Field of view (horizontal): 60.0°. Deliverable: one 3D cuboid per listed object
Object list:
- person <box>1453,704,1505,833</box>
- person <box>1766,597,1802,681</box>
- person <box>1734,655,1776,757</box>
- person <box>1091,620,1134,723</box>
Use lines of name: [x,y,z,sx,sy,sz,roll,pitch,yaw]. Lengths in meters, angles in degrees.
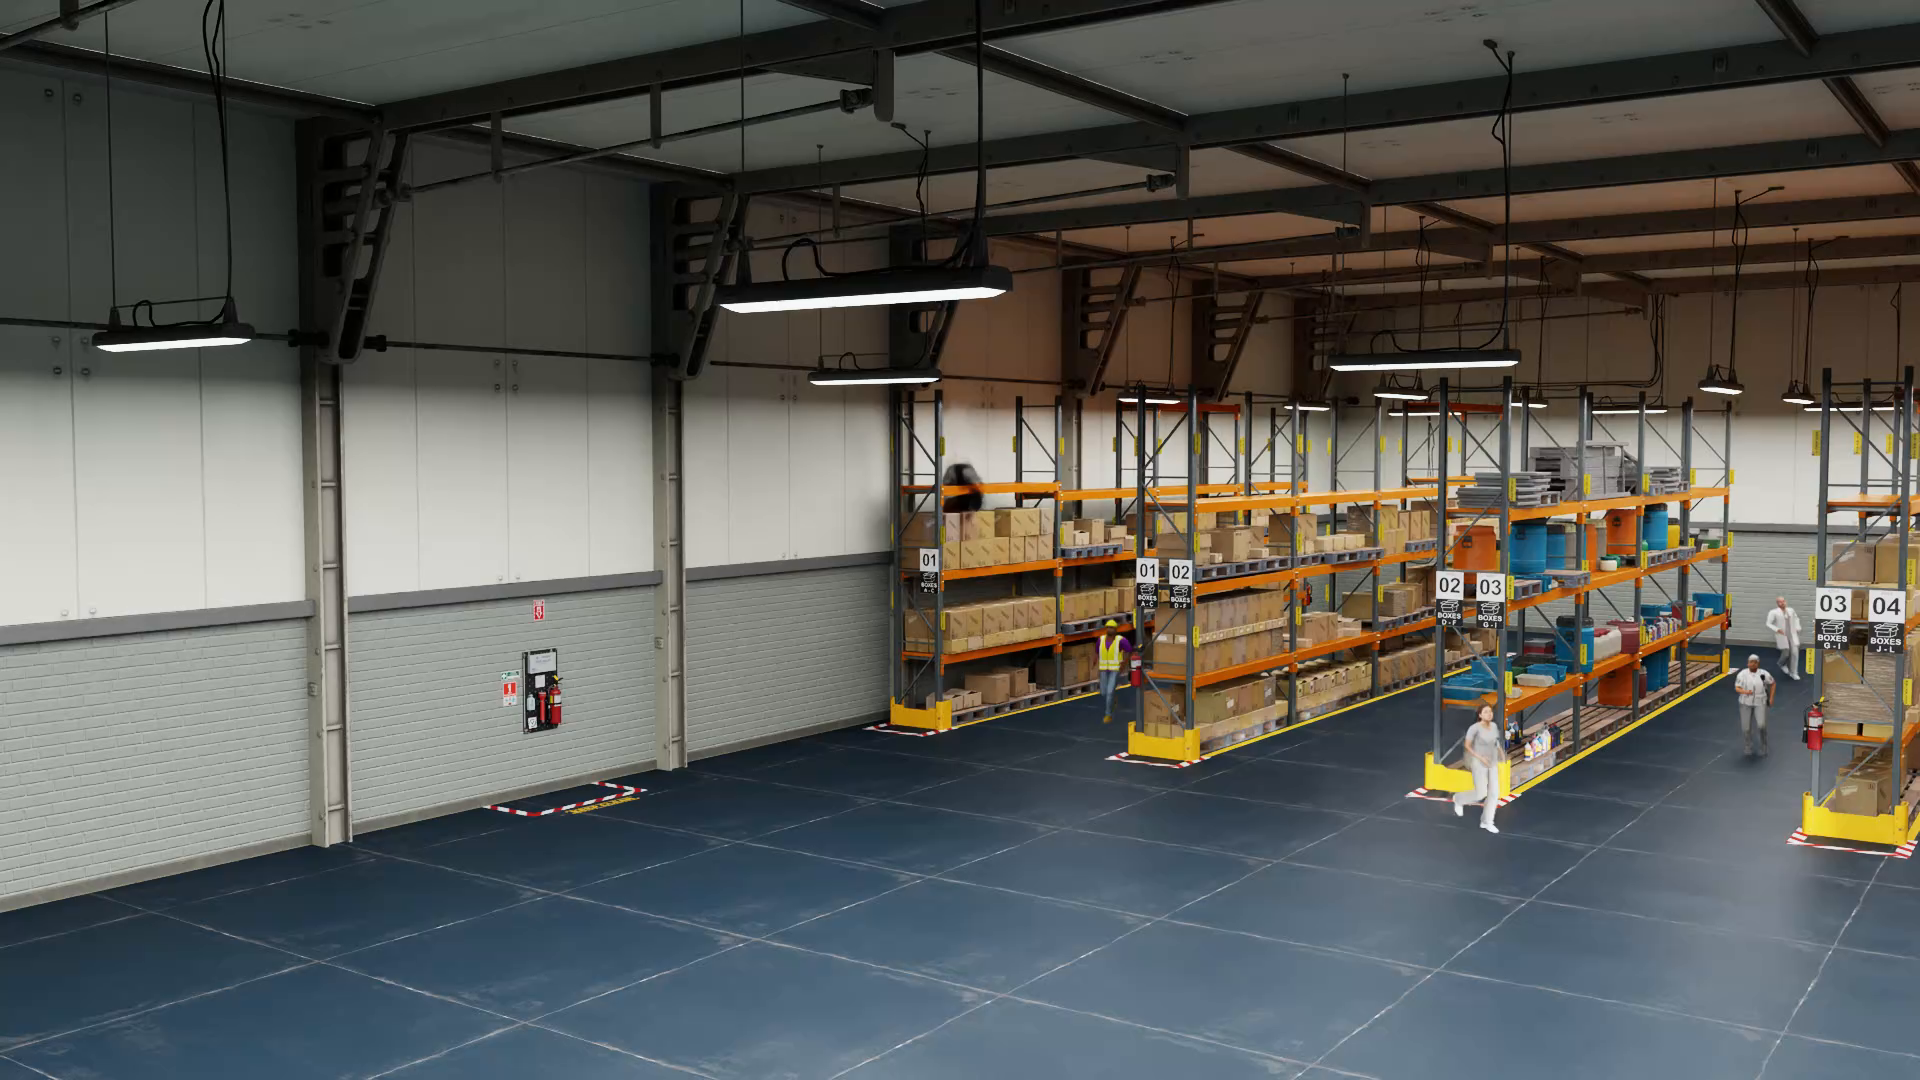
person: [6.860,2.963,21.865,0.573,1.656,0.745,-1,3,-22]
person: [17.836,2.117,35.942,0.746,1.759,0.803,0,3,3]
person: [12.785,2.668,26.760,0.601,1.644,0.648,2,4,27]
person: [2.640,2.249,28.754,0.708,1.748,0.711,2,4,26]
